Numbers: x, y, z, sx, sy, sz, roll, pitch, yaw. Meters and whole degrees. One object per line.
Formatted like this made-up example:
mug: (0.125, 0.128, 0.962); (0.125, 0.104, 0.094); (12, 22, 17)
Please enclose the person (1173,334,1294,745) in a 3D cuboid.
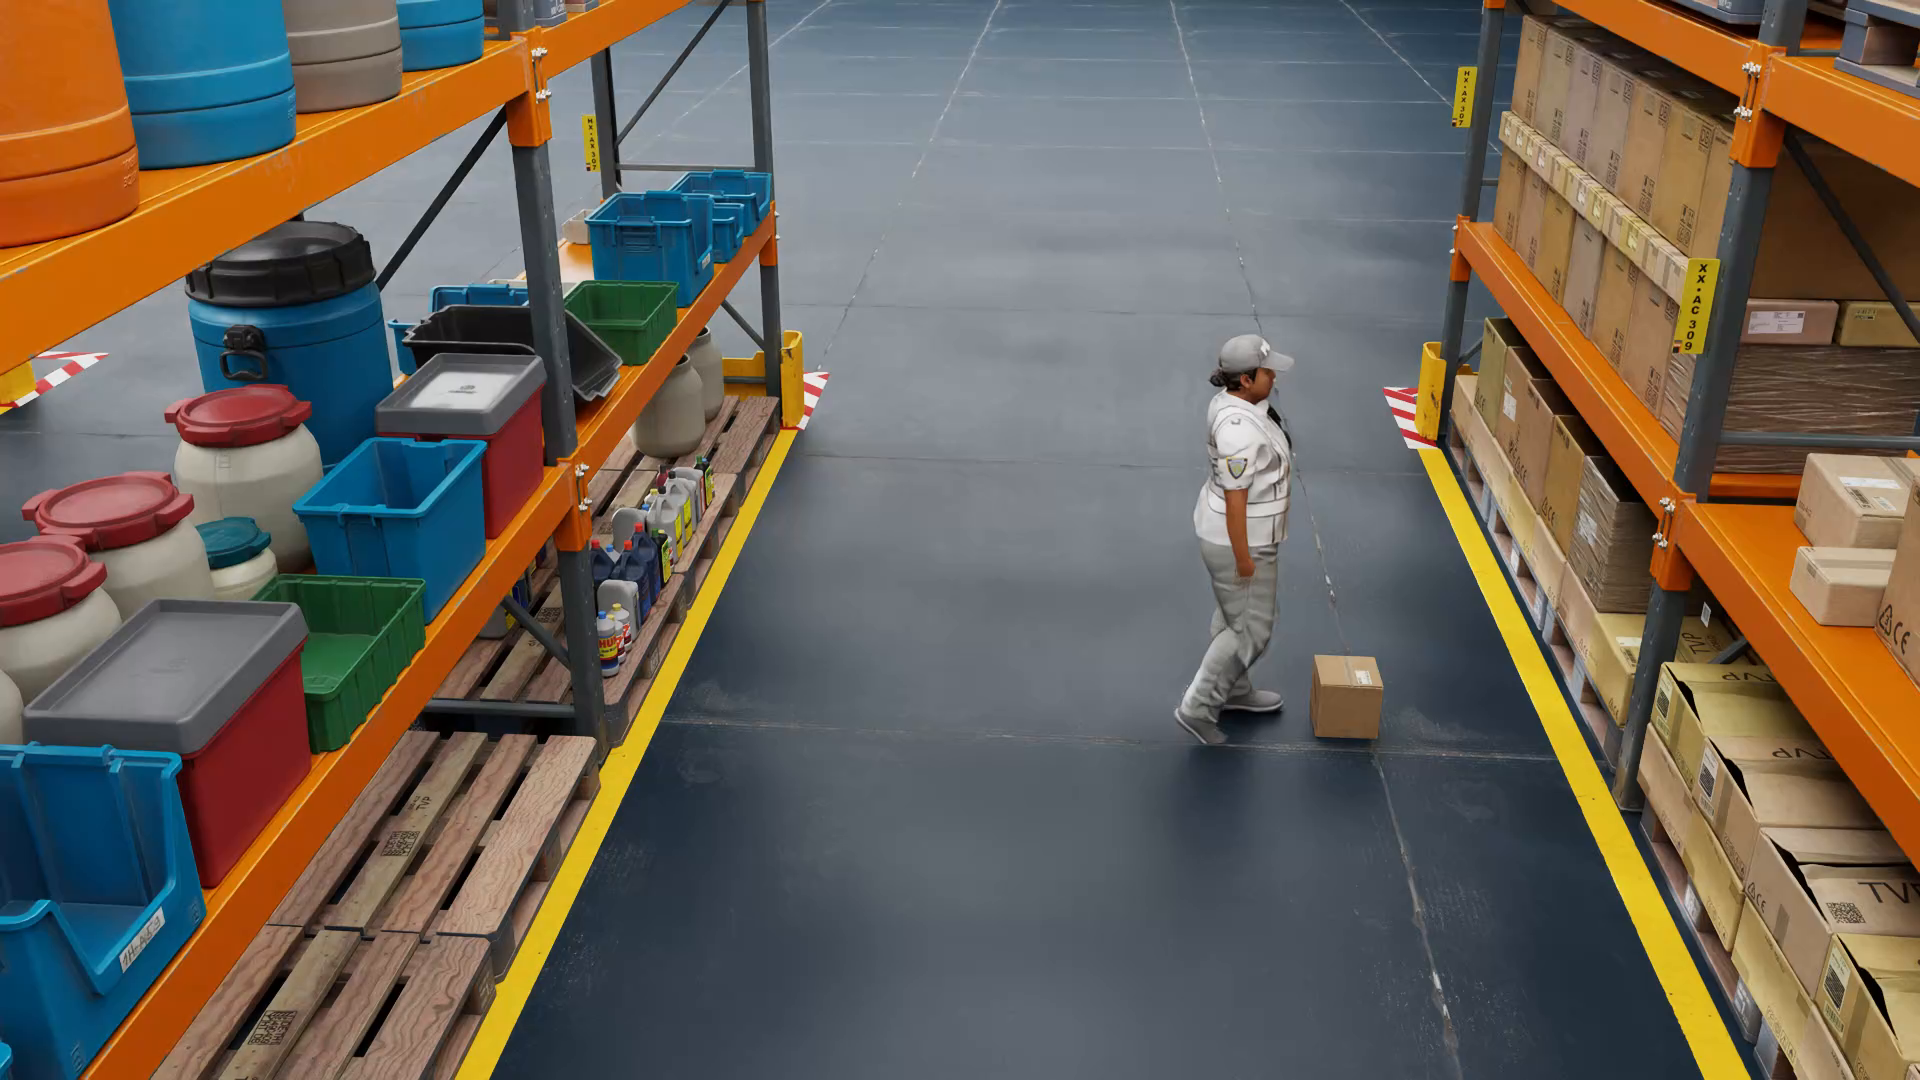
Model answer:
person: (1.122, 0.020, 6.641); (0.470, 1.740, 0.482); (2, 25, 5)
